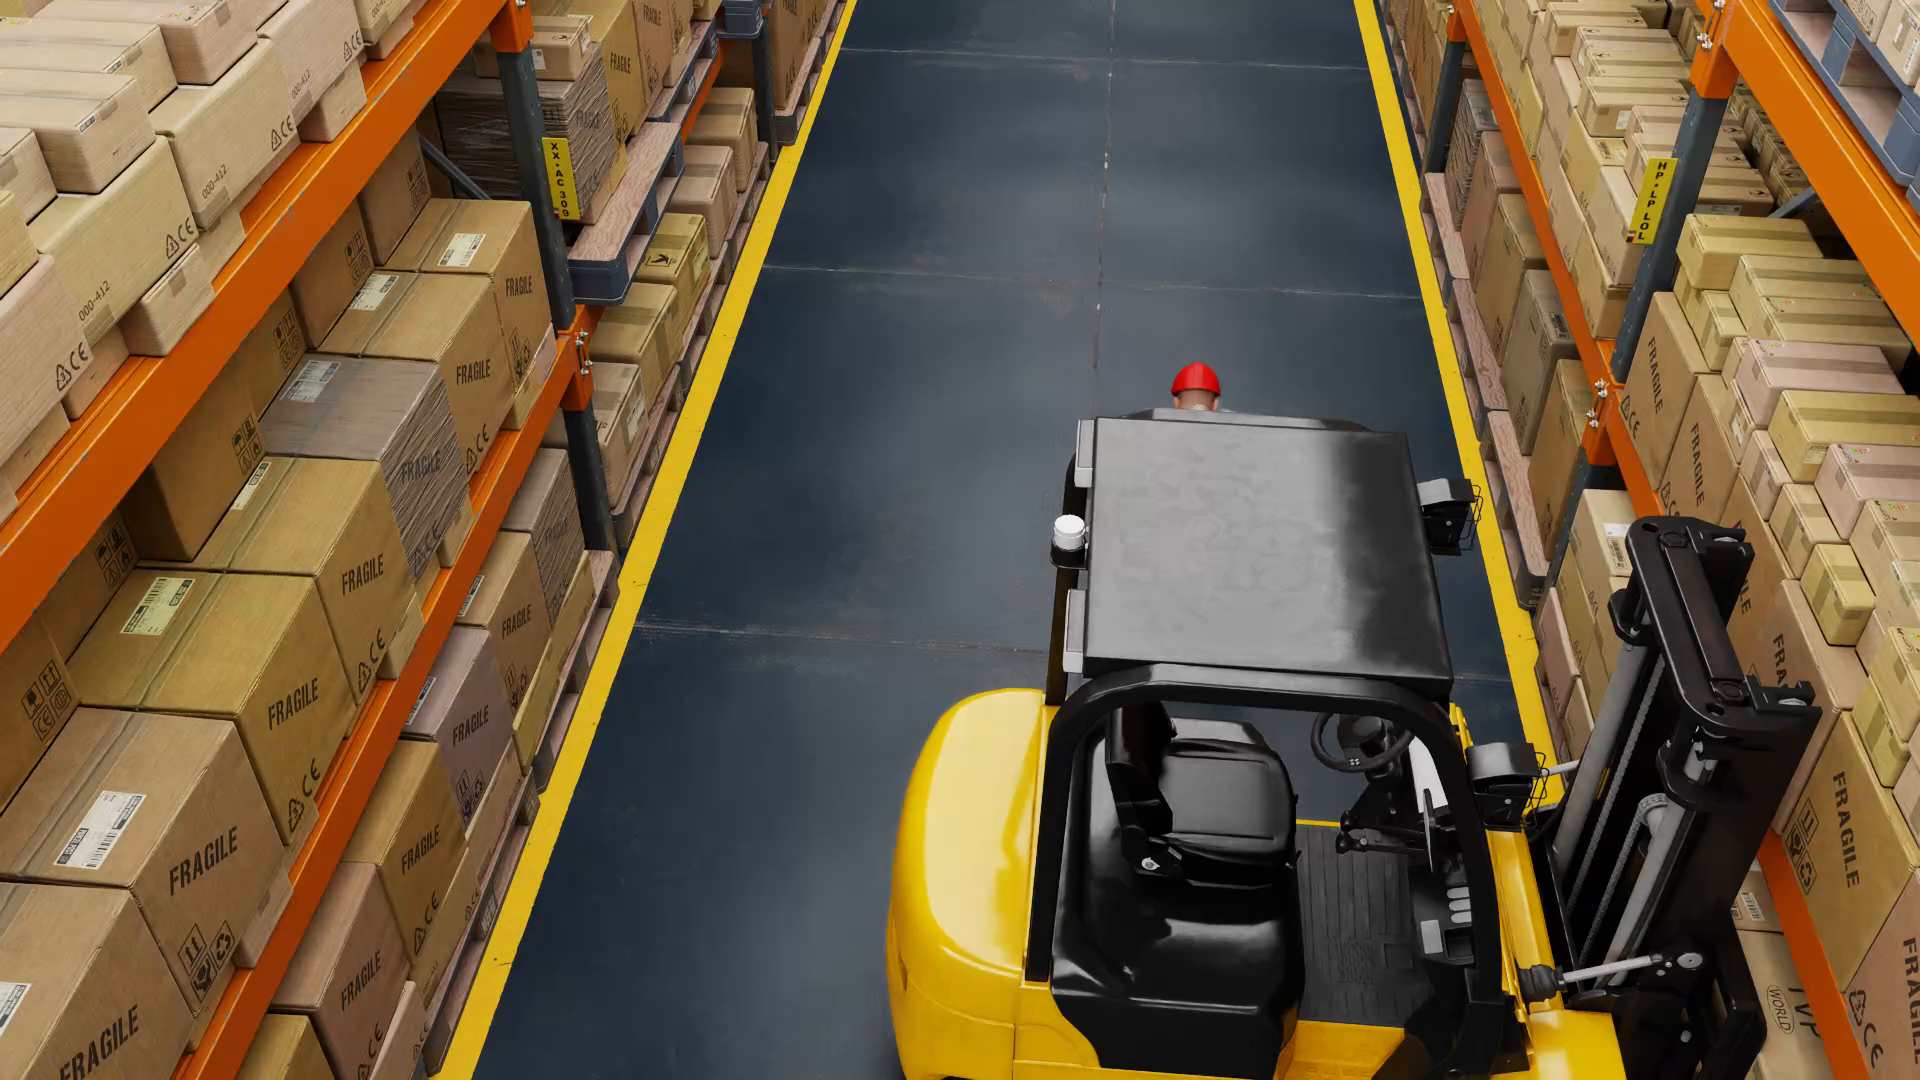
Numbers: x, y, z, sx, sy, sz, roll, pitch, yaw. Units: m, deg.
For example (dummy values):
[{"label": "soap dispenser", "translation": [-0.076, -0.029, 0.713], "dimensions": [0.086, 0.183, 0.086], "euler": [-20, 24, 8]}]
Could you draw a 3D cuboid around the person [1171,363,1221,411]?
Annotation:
[{"label": "person", "translation": [0.998, -0.122, 6.914], "dimensions": [0.534, 0.990, 0.911], "euler": [2, 40, 3]}]
